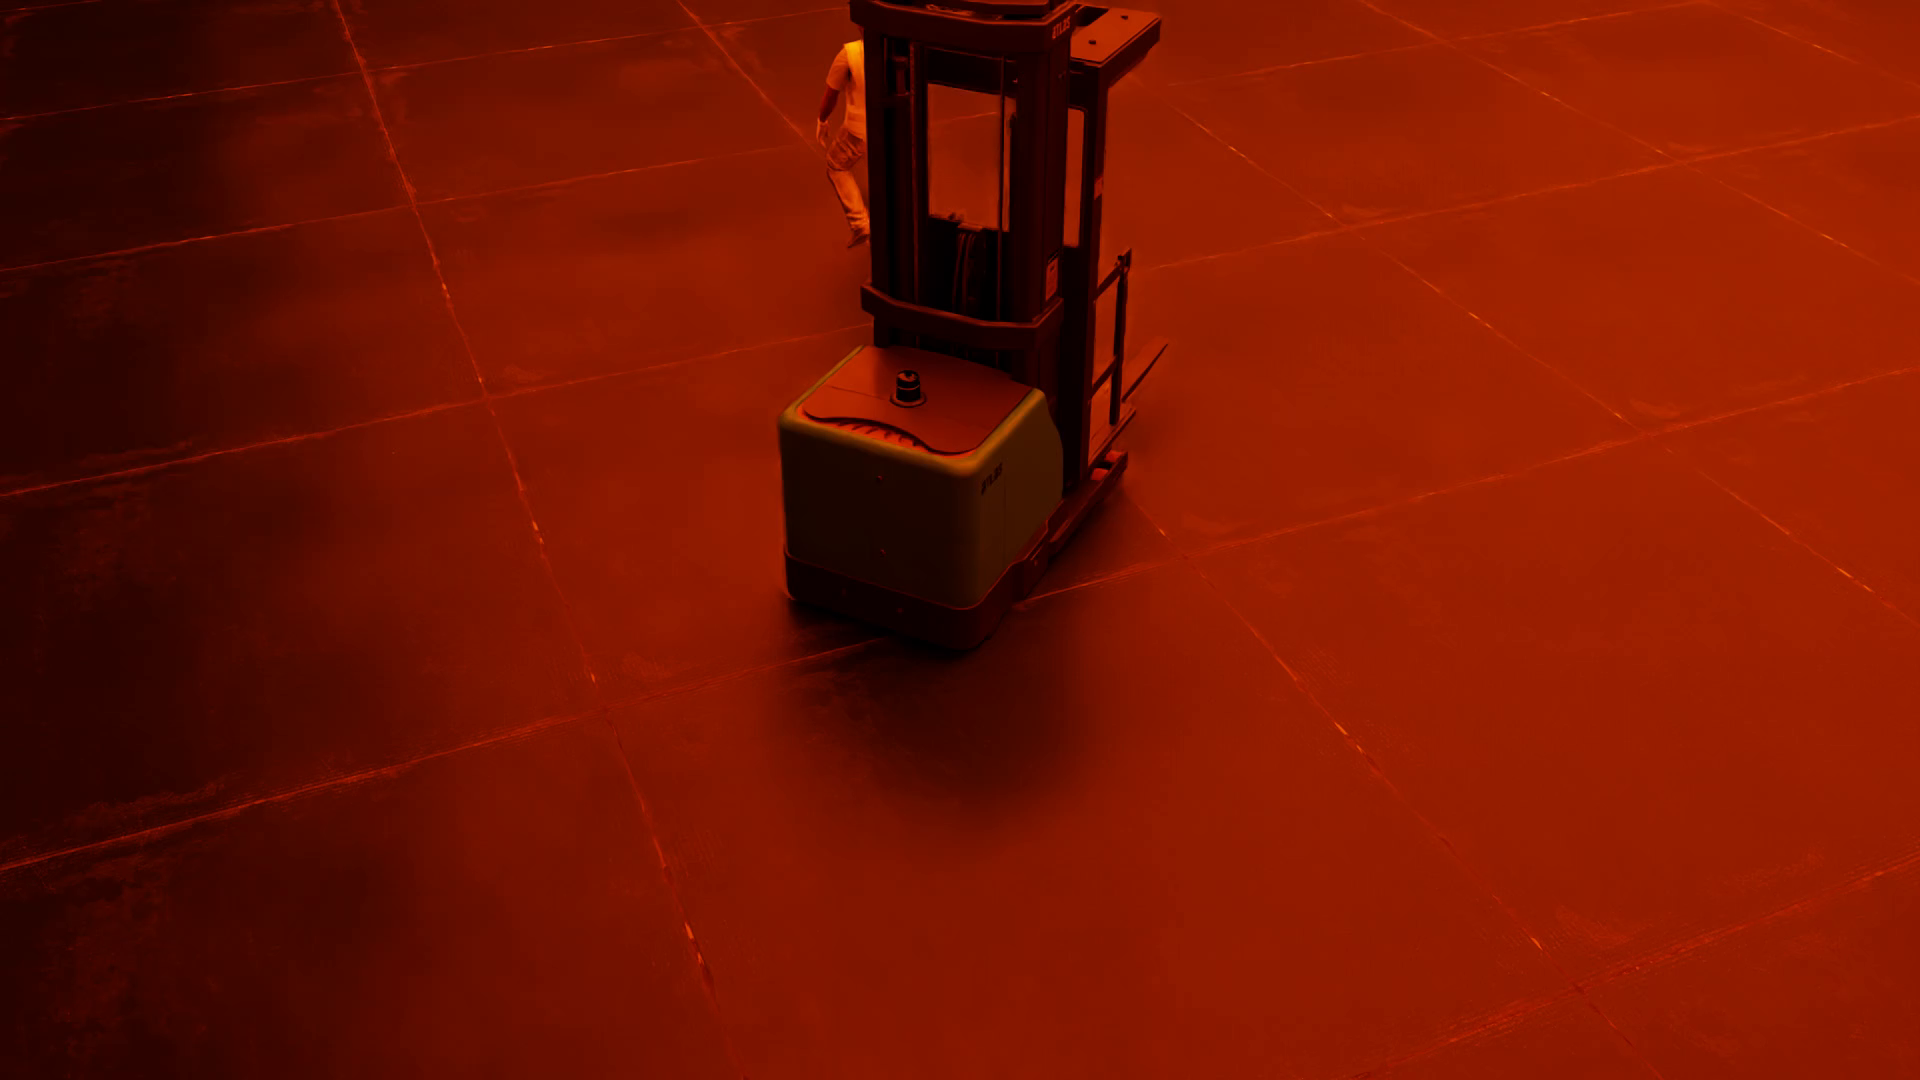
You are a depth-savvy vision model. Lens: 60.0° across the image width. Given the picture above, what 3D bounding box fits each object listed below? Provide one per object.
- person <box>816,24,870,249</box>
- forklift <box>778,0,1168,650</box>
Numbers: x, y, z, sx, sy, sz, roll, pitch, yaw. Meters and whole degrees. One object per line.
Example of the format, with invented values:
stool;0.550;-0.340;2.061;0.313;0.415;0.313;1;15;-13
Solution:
person;-0.598;-2.743;10.965;0.731;1.764;0.467;-17;39;-23
forklift;0.263;-1.521;8.237;1.130;2.935;3.031;16;39;21
